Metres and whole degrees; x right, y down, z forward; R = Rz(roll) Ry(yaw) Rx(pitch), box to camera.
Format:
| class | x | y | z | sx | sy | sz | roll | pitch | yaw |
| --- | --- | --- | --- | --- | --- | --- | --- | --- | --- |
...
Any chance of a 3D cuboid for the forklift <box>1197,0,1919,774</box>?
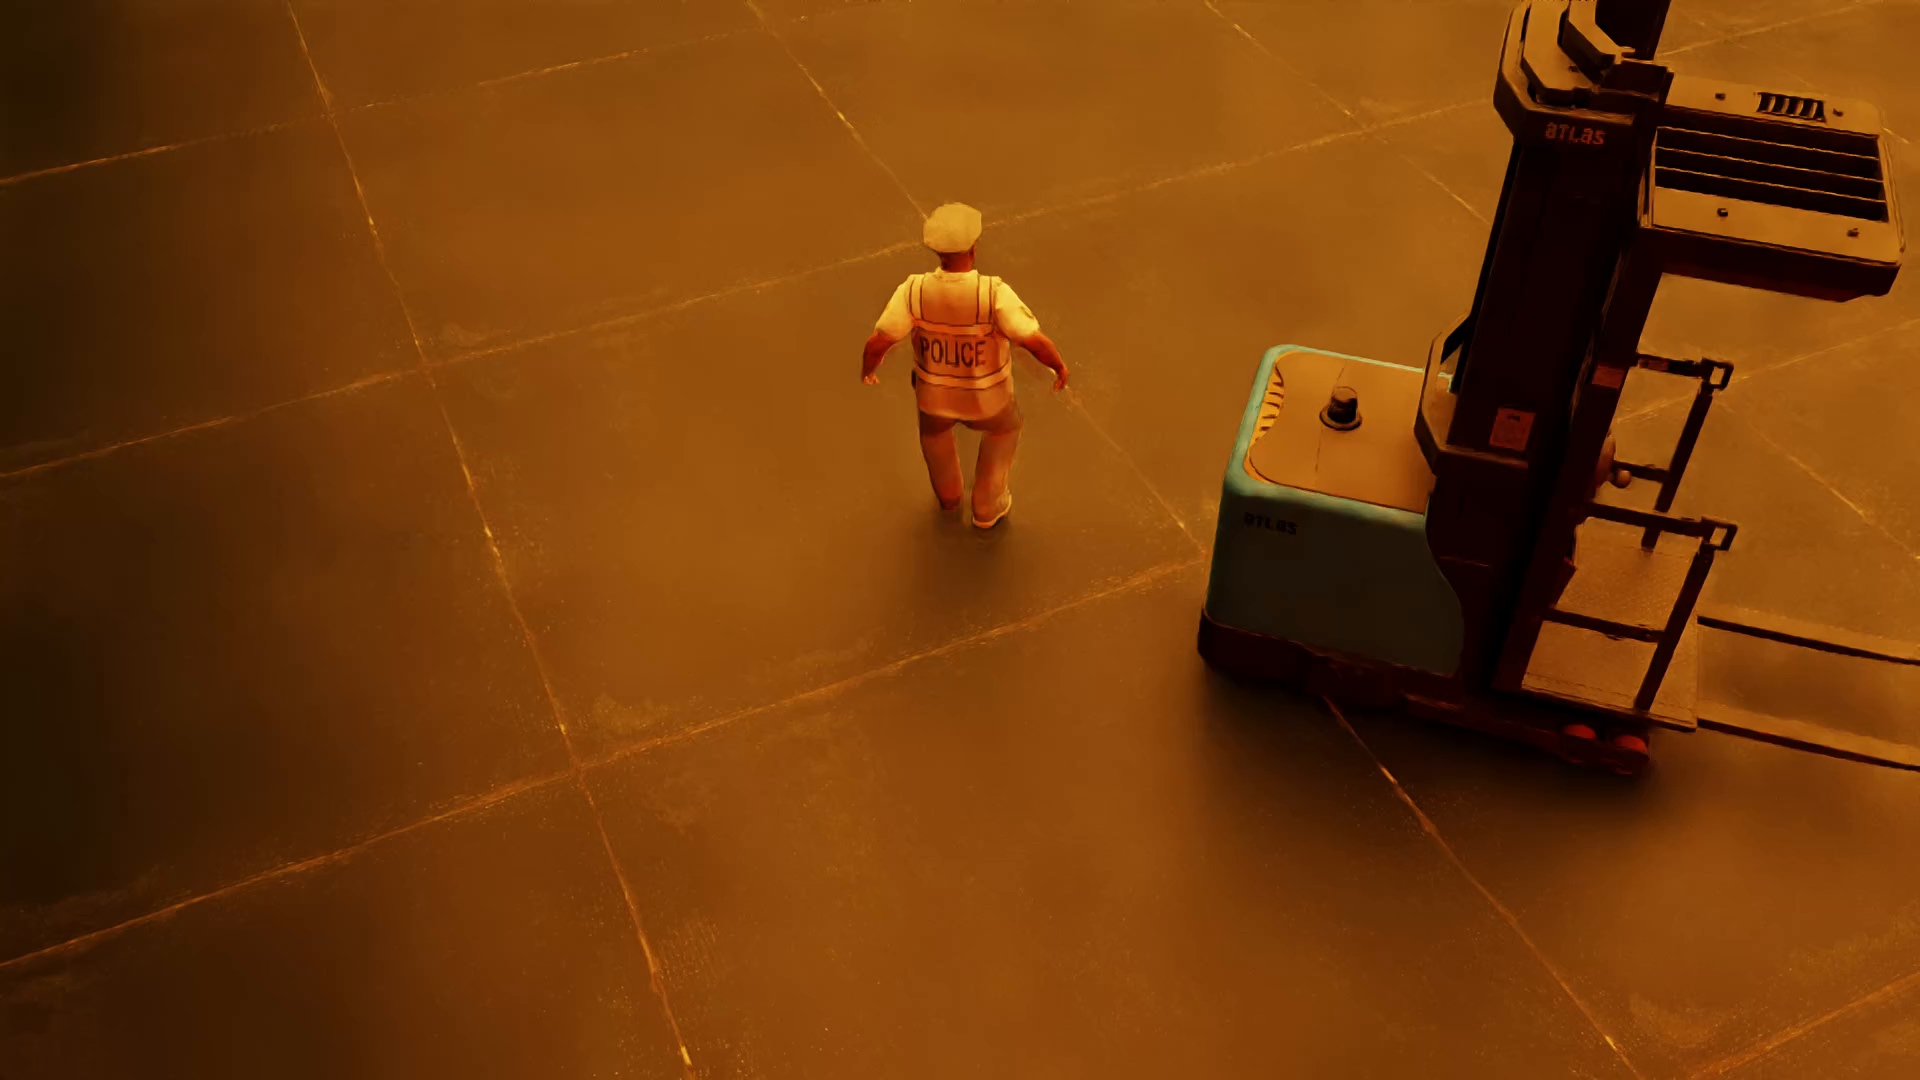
| class | x | y | z | sx | sy | sz | roll | pitch | yaw |
| --- | --- | --- | --- | --- | --- | --- | --- | --- | --- |
| forklift | 2.604 | -0.524 | 6.242 | 3.031 | 2.935 | 1.130 | 13 | 44 | 13 |

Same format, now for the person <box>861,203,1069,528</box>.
| class | x | y | z | sx | sy | sz | roll | pitch | yaw |
| --- | --- | --- | --- | --- | --- | --- | --- | --- | --- |
| person | 0.030 | -0.734 | 7.396 | 0.913 | 1.730 | 0.620 | 10 | 44 | 10 |
